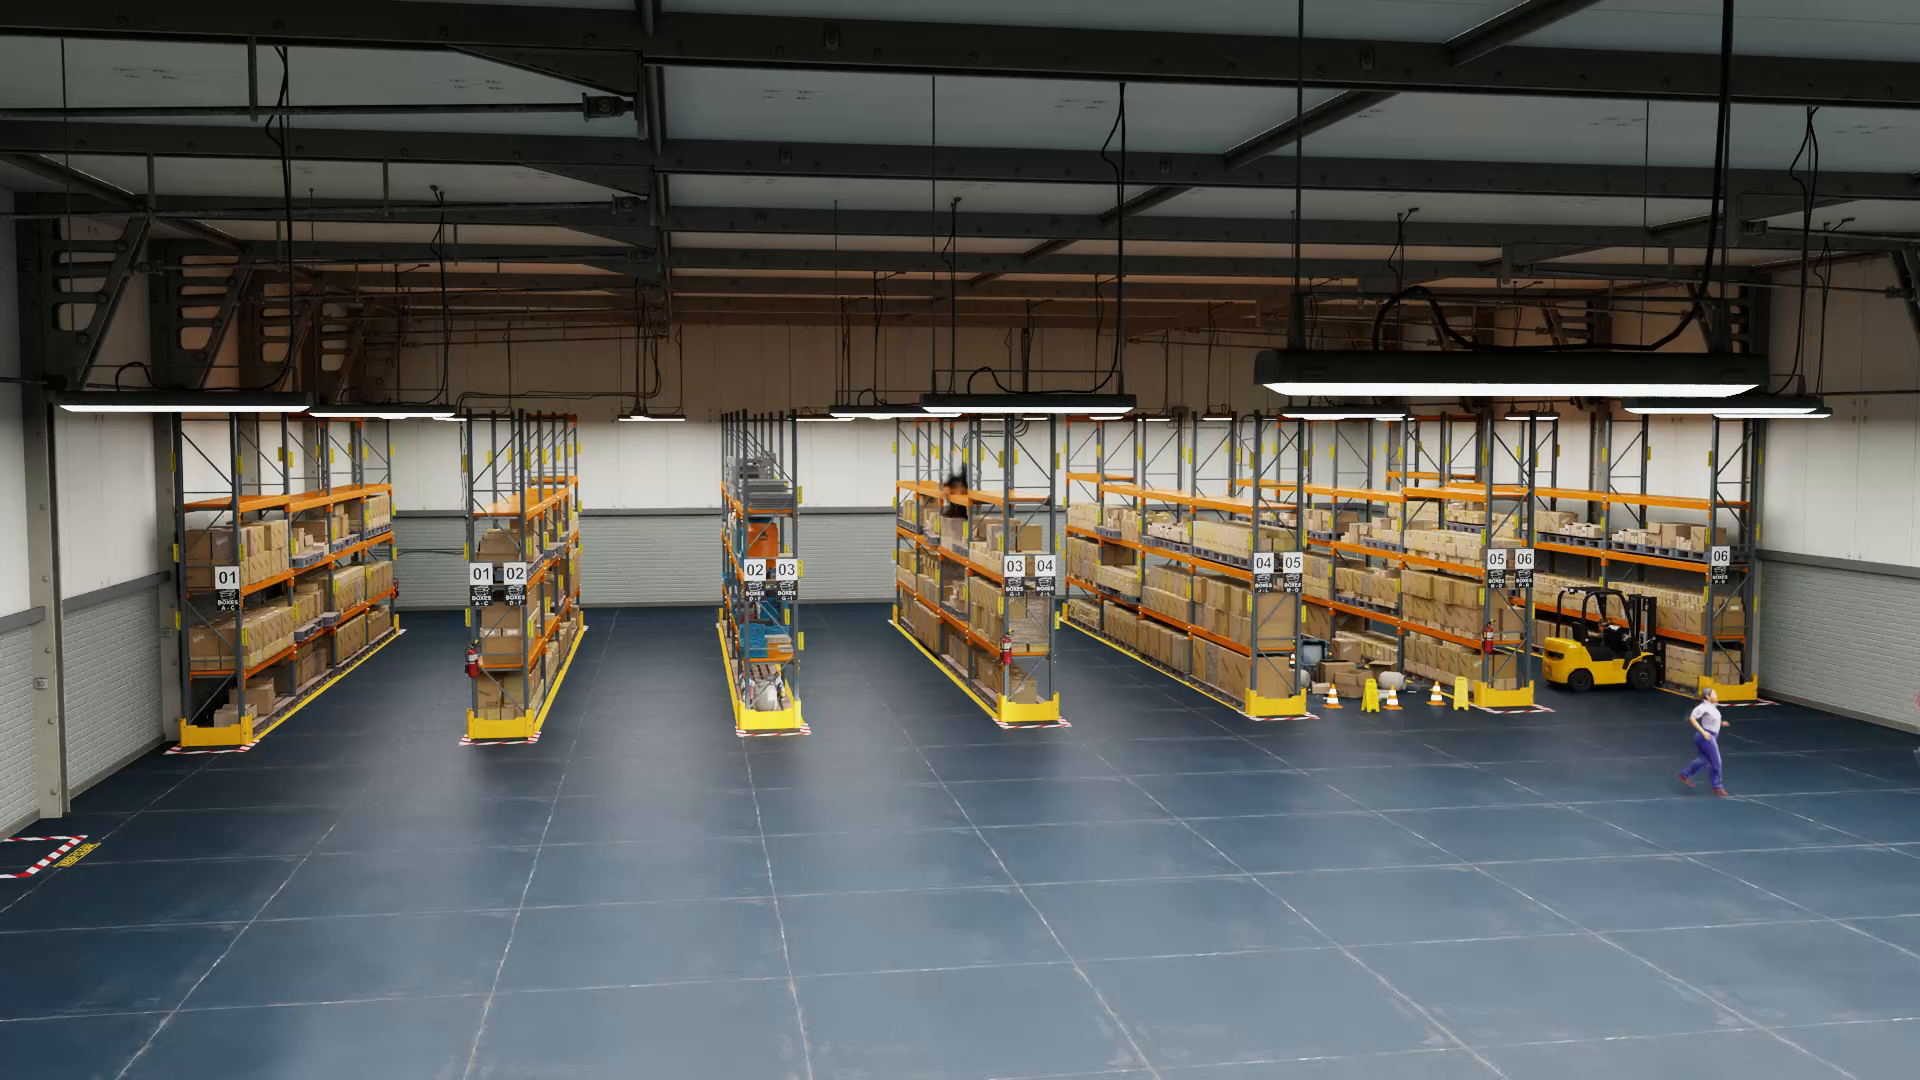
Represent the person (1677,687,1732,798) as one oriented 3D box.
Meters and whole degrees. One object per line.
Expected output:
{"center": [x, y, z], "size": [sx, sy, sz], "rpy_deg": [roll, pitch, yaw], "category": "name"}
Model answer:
{"center": [11.549, 3.106, 25.741], "size": [0.793, 1.671, 0.602], "rpy_deg": [3, 5, 33], "category": "person"}
